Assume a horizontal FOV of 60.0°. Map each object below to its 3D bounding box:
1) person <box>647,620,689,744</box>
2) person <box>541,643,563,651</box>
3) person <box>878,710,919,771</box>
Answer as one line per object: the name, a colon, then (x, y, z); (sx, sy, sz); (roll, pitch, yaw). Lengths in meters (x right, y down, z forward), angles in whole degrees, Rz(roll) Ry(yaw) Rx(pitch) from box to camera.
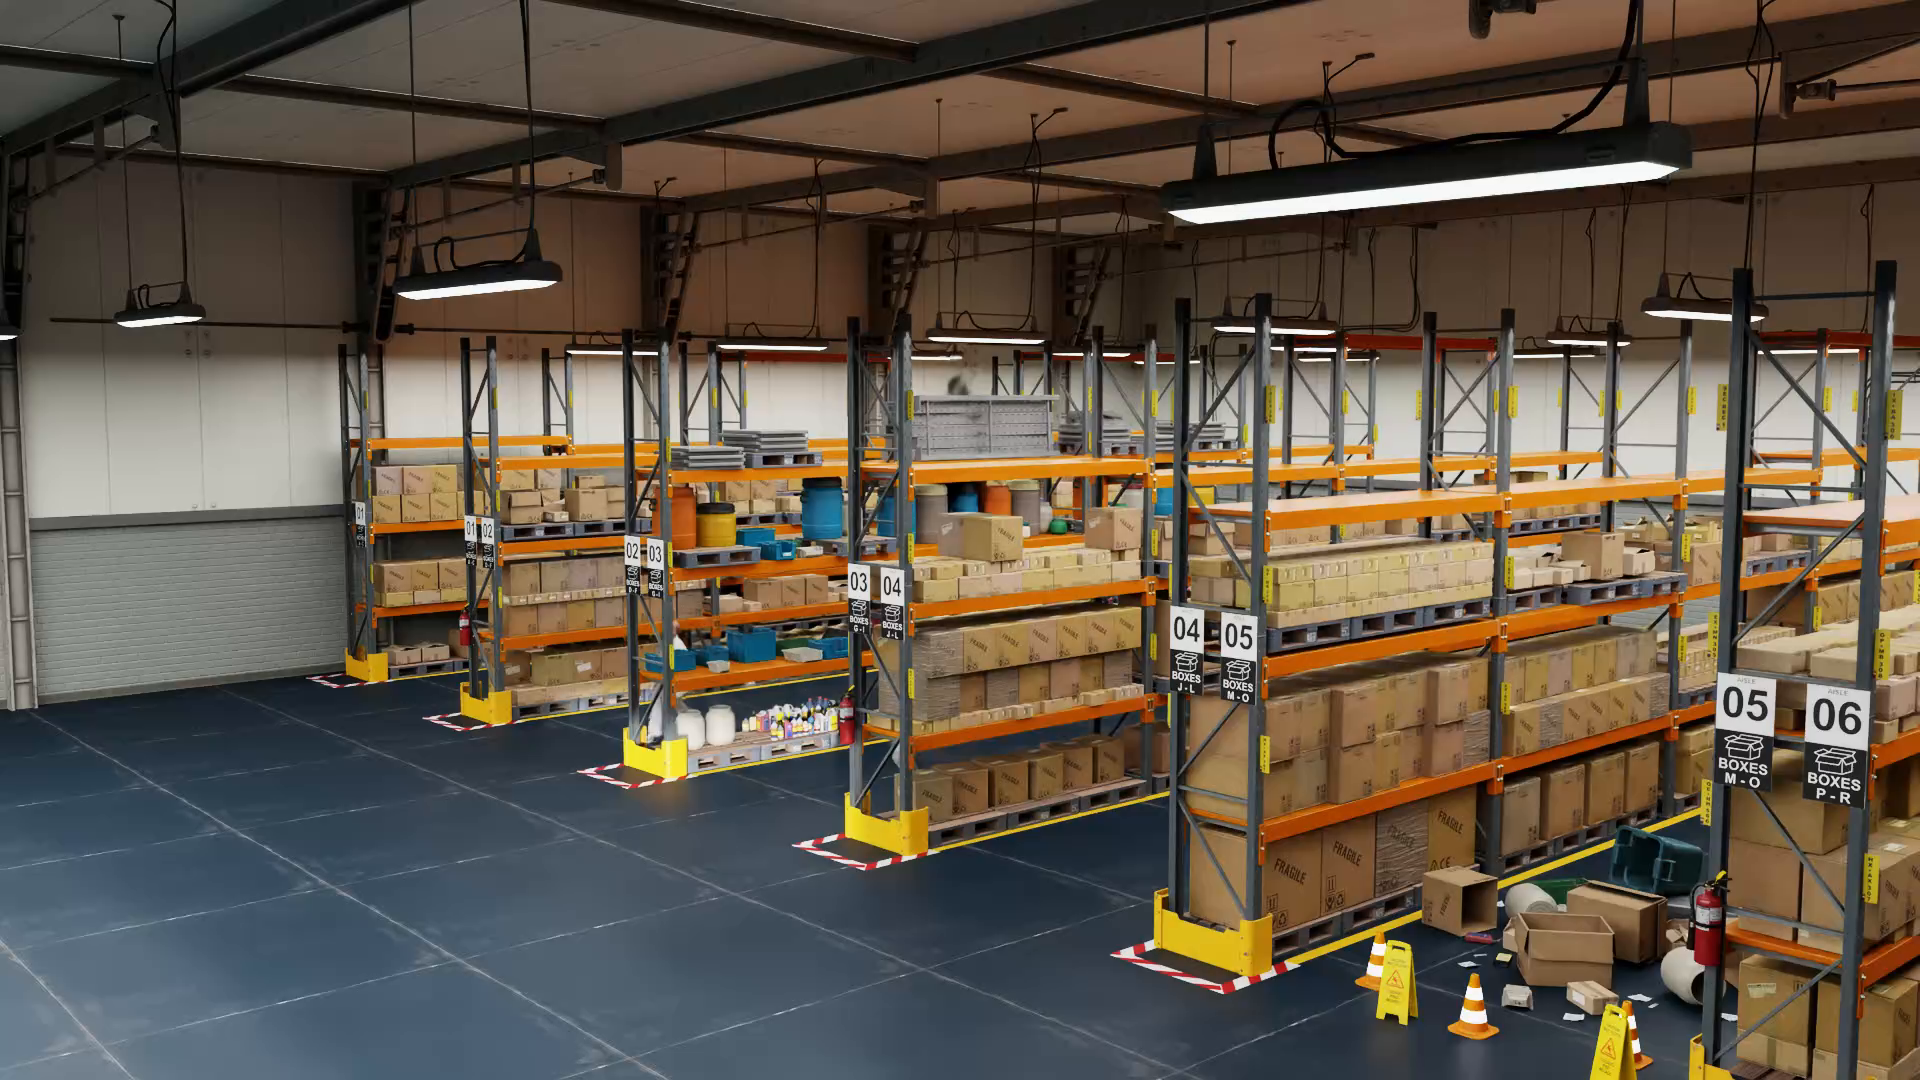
person: (-4.235, 2.096, 24.510); (0.896, 1.840, 0.715); (-5, 7, -43)
person: (-7.001, 1.759, 28.907); (0.814, 1.721, 0.581); (-4, 7, -38)
person: (-0.743, 2.384, 21.143); (0.718, 1.748, 0.574); (5, 7, 45)
